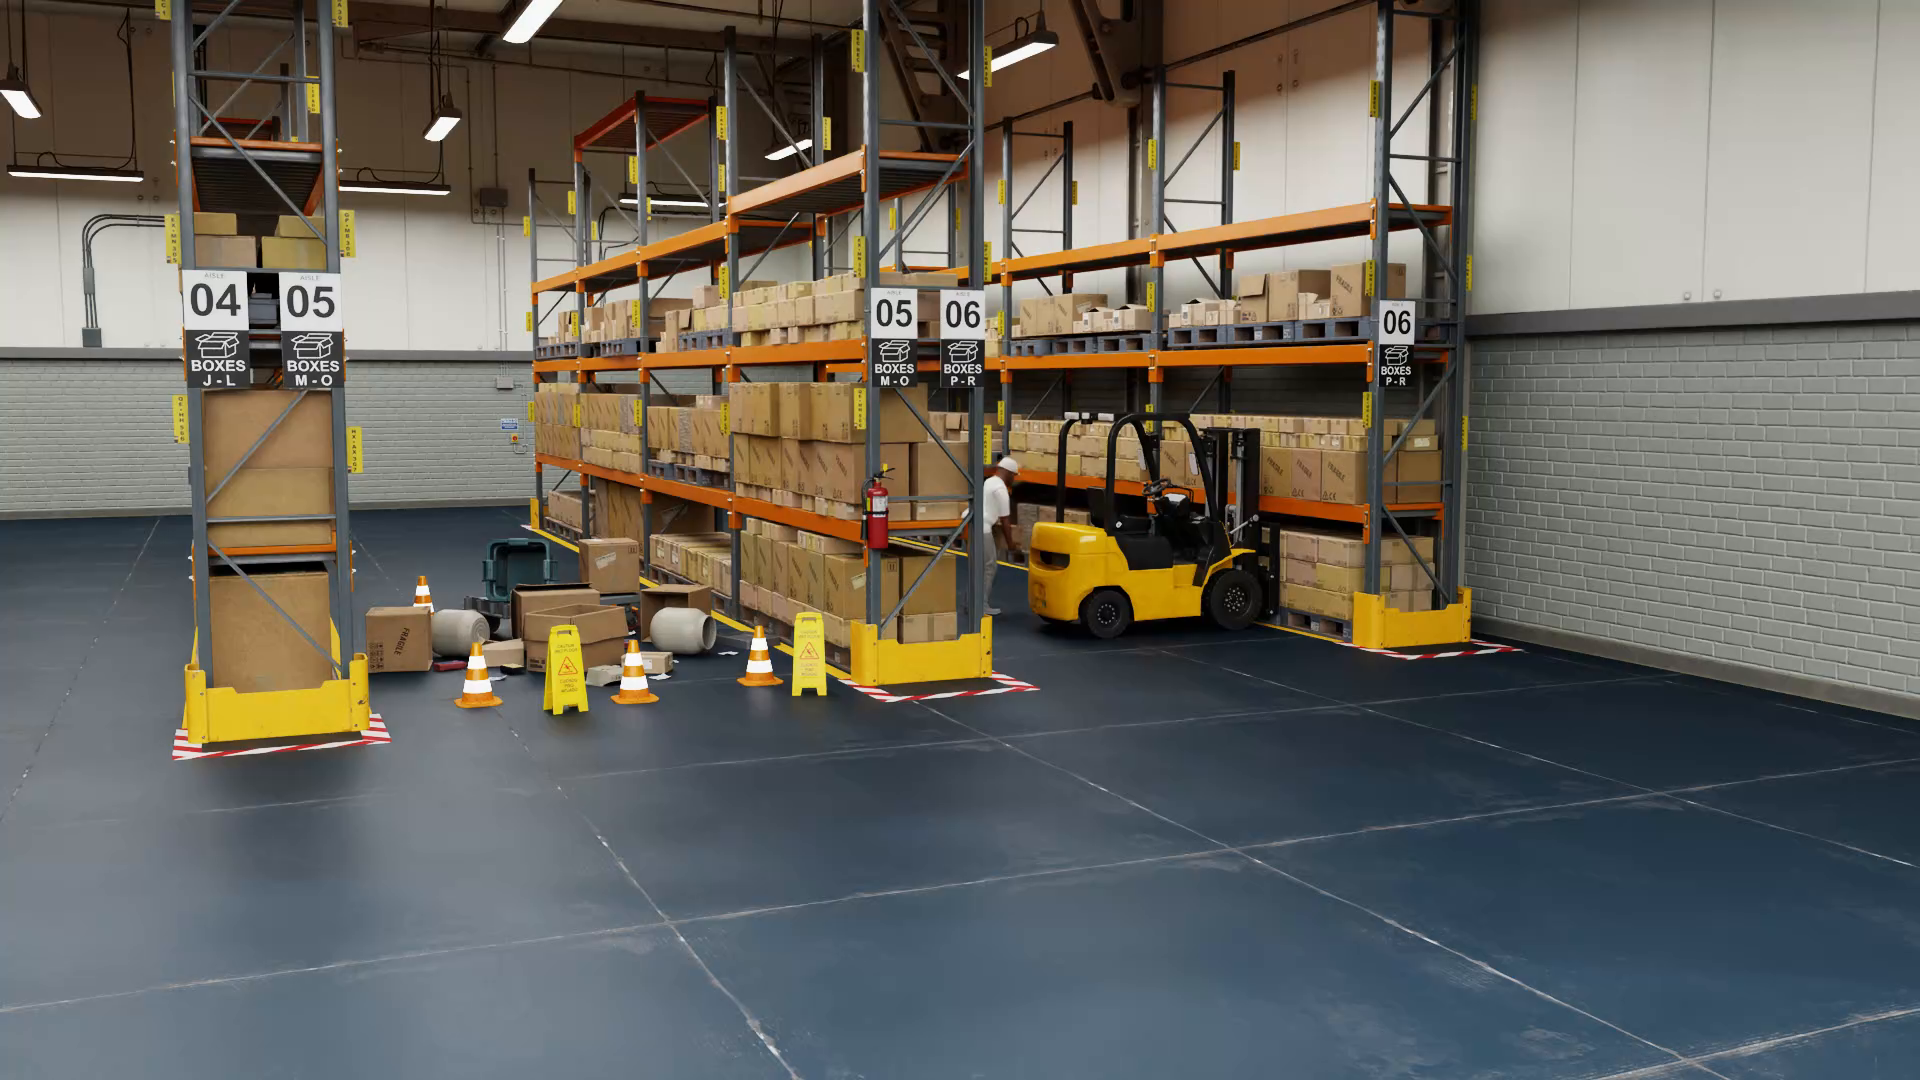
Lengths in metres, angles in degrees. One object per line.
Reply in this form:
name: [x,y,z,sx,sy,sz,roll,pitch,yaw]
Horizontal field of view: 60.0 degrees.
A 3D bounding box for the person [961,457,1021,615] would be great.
person: [0.332,-0.049,17.736,0.695,1.656,0.483,-2,6,-25]
